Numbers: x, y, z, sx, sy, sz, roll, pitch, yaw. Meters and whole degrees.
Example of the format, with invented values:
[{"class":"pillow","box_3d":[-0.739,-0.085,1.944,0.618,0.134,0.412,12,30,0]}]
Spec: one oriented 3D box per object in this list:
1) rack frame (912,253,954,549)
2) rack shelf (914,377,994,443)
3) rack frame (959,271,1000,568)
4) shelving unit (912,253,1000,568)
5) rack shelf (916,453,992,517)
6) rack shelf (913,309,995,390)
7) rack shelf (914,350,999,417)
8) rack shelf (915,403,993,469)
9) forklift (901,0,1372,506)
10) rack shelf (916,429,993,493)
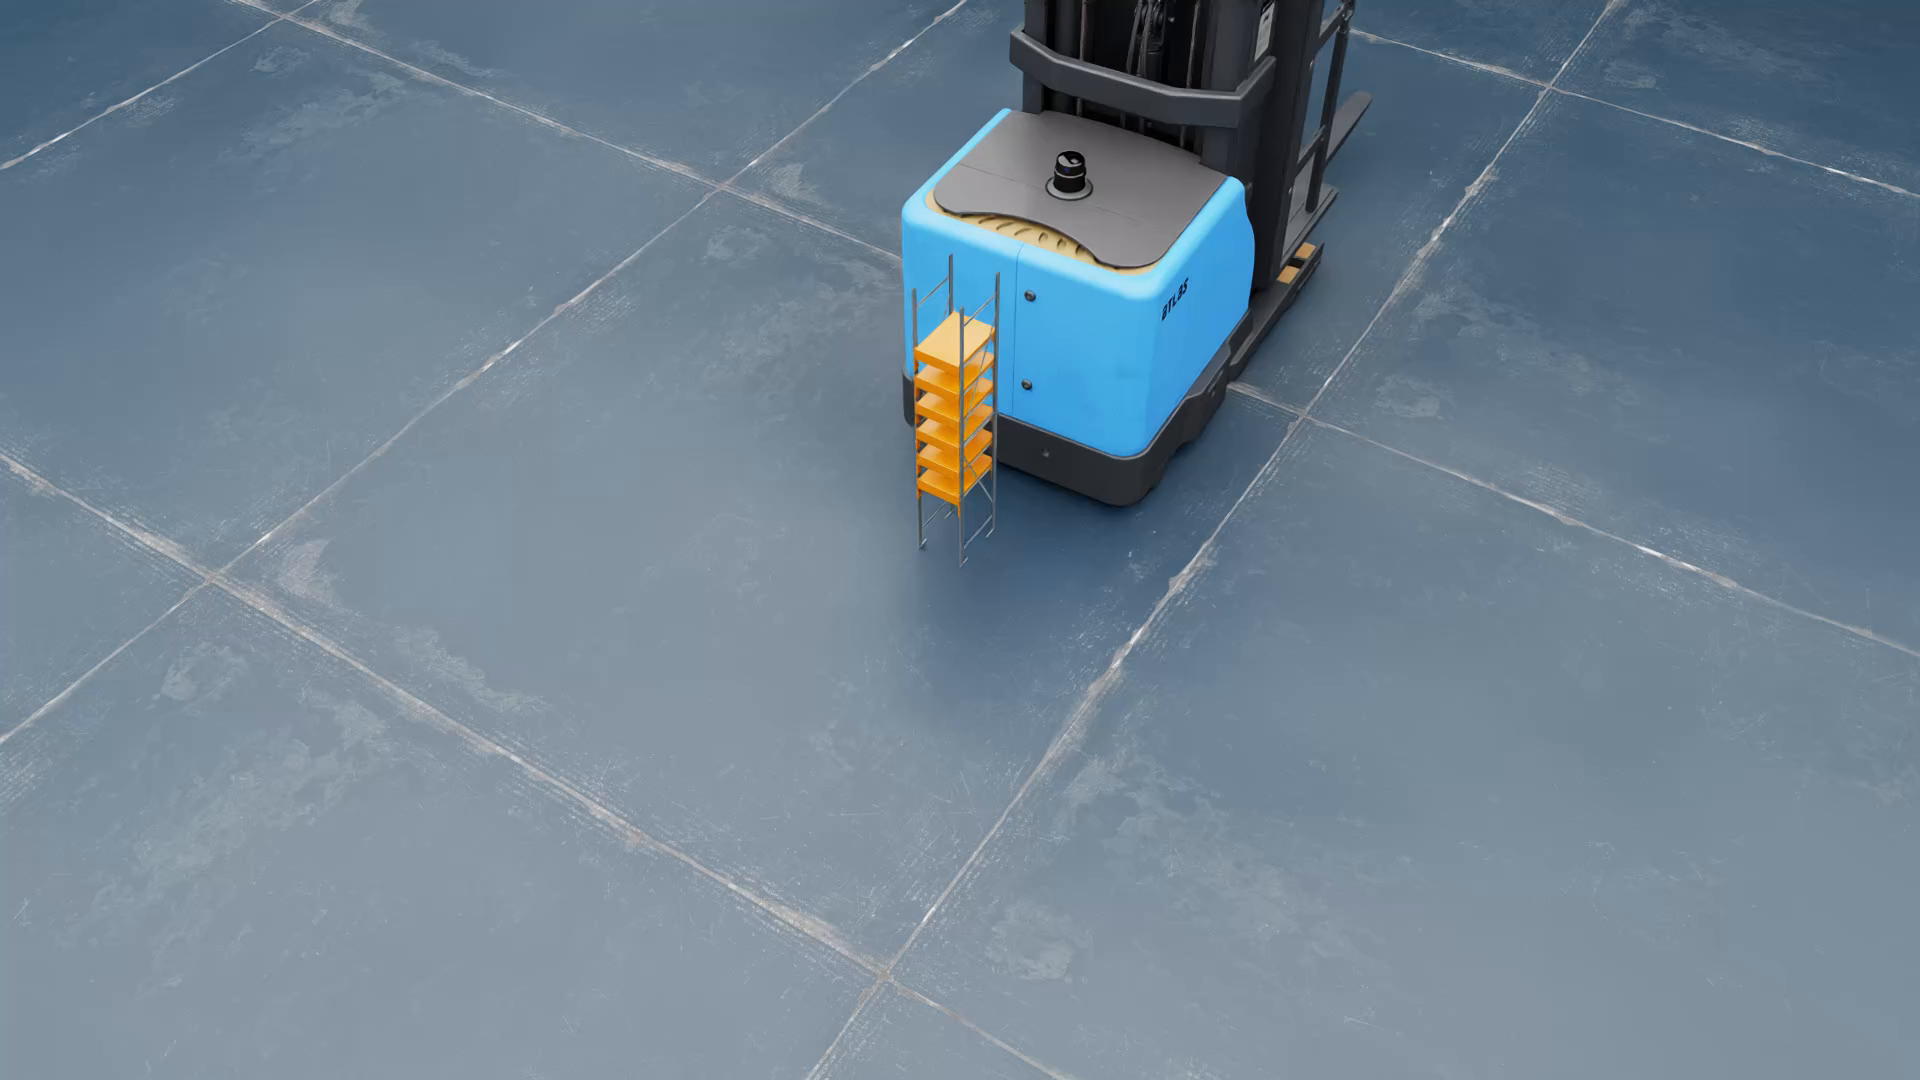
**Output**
[{"class":"rack frame","box_3d":[-0.089,-0.459,5.860,0.006,1.200,0.240,25,51,22]},{"class":"rack shelf","box_3d":[-0.012,-0.476,5.771,0.180,0.103,0.258,25,51,22]},{"class":"rack frame","box_3d":[0.065,-0.388,5.791,0.006,1.200,0.240,25,51,22]},{"class":"shelving unit","box_3d":[-0.012,-0.424,5.825,0.189,1.200,0.258,25,51,22]},{"class":"rack shelf","box_3d":[-0.012,-0.226,6.029,0.180,0.103,0.258,25,51,22]},{"class":"rack shelf","box_3d":[-0.012,-0.644,5.599,0.180,0.103,0.258,25,51,22]},{"class":"rack shelf","box_3d":[-0.012,-0.560,5.685,0.180,0.103,0.258,25,51,22]},{"class":"rack shelf","box_3d":[-0.012,-0.393,5.857,0.180,0.103,0.258,25,51,22]},{"class":"forklift","box_3d":[0.945,-2.201,6.345,1.130,2.935,3.031,22,50,20]},{"class":"rack shelf","box_3d":[-0.012,-0.309,5.943,0.180,0.103,0.258,25,51,22]}]
